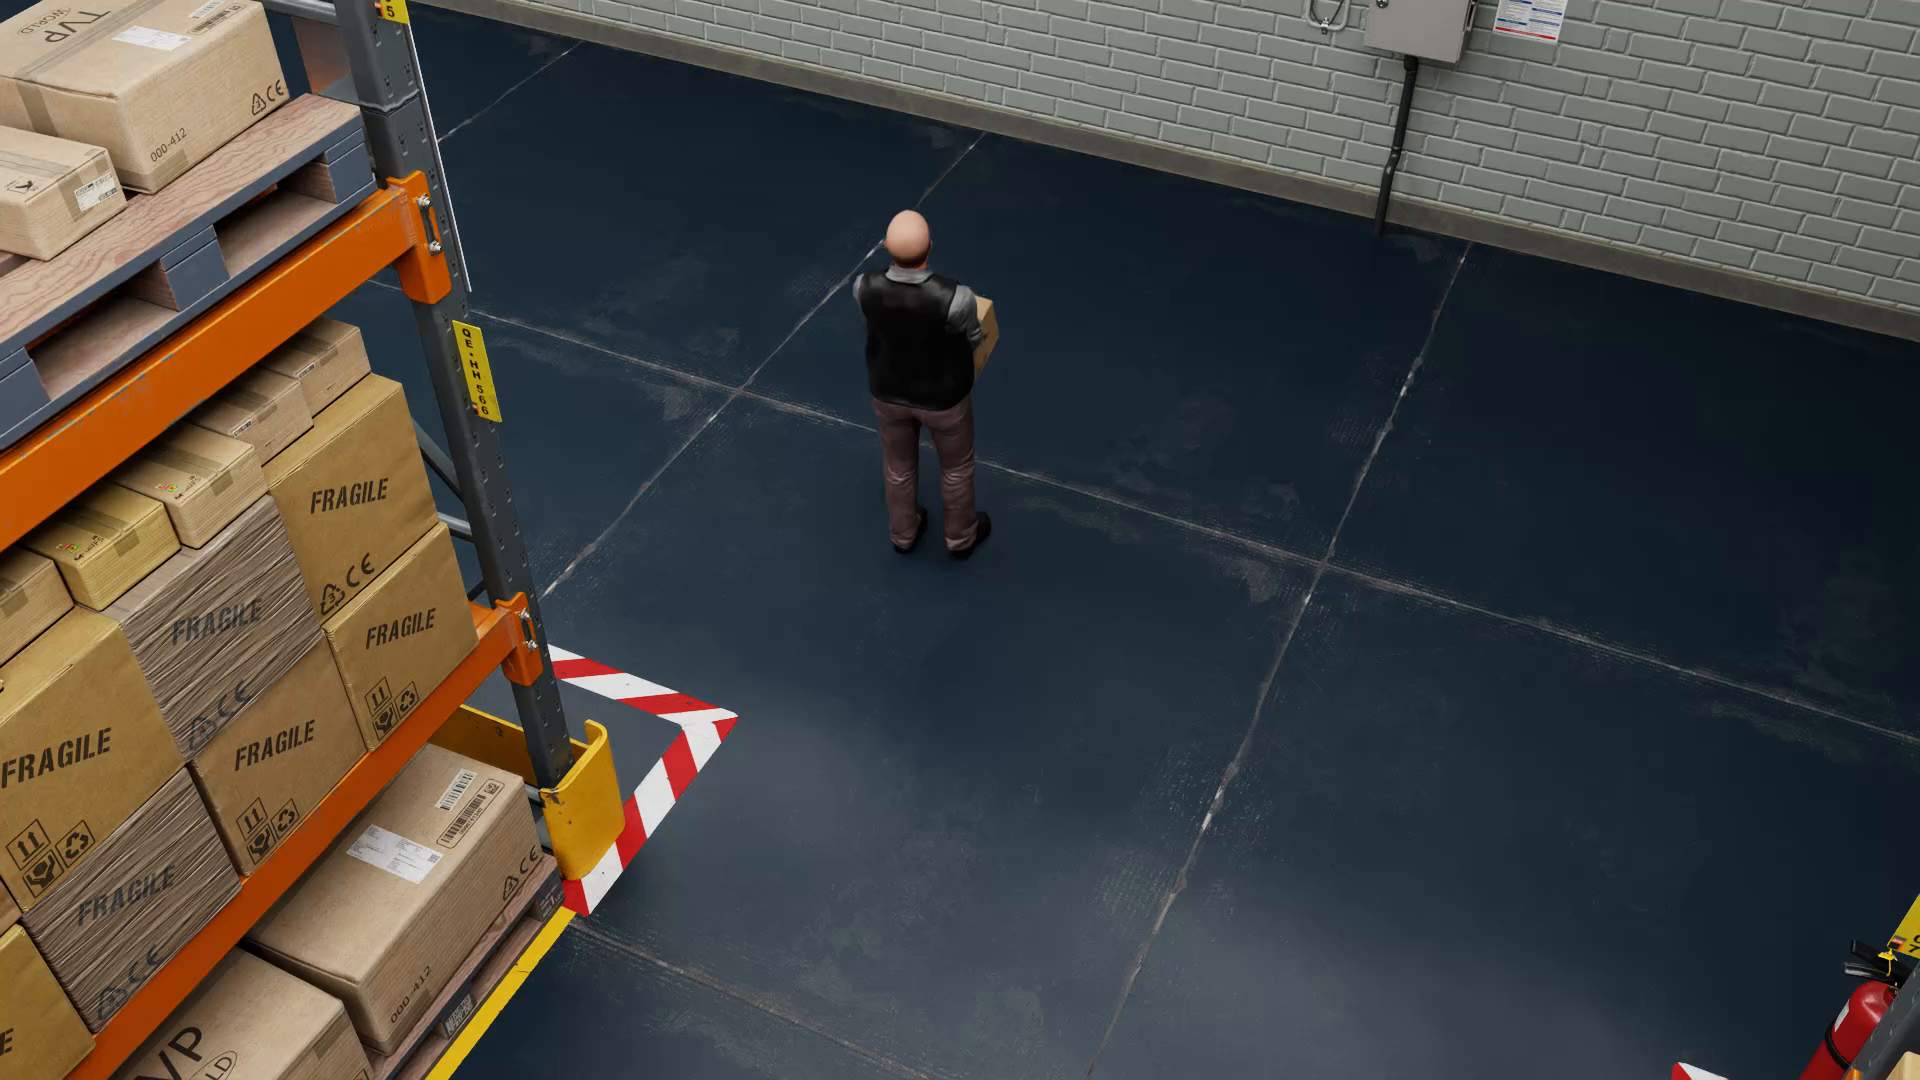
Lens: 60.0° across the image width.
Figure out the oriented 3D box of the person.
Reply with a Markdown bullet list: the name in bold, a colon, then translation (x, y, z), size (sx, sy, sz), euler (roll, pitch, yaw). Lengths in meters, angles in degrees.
- **person**: translation (-0.137, -0.668, 6.925), size (0.532, 1.724, 0.527), euler (10, 43, 11)
